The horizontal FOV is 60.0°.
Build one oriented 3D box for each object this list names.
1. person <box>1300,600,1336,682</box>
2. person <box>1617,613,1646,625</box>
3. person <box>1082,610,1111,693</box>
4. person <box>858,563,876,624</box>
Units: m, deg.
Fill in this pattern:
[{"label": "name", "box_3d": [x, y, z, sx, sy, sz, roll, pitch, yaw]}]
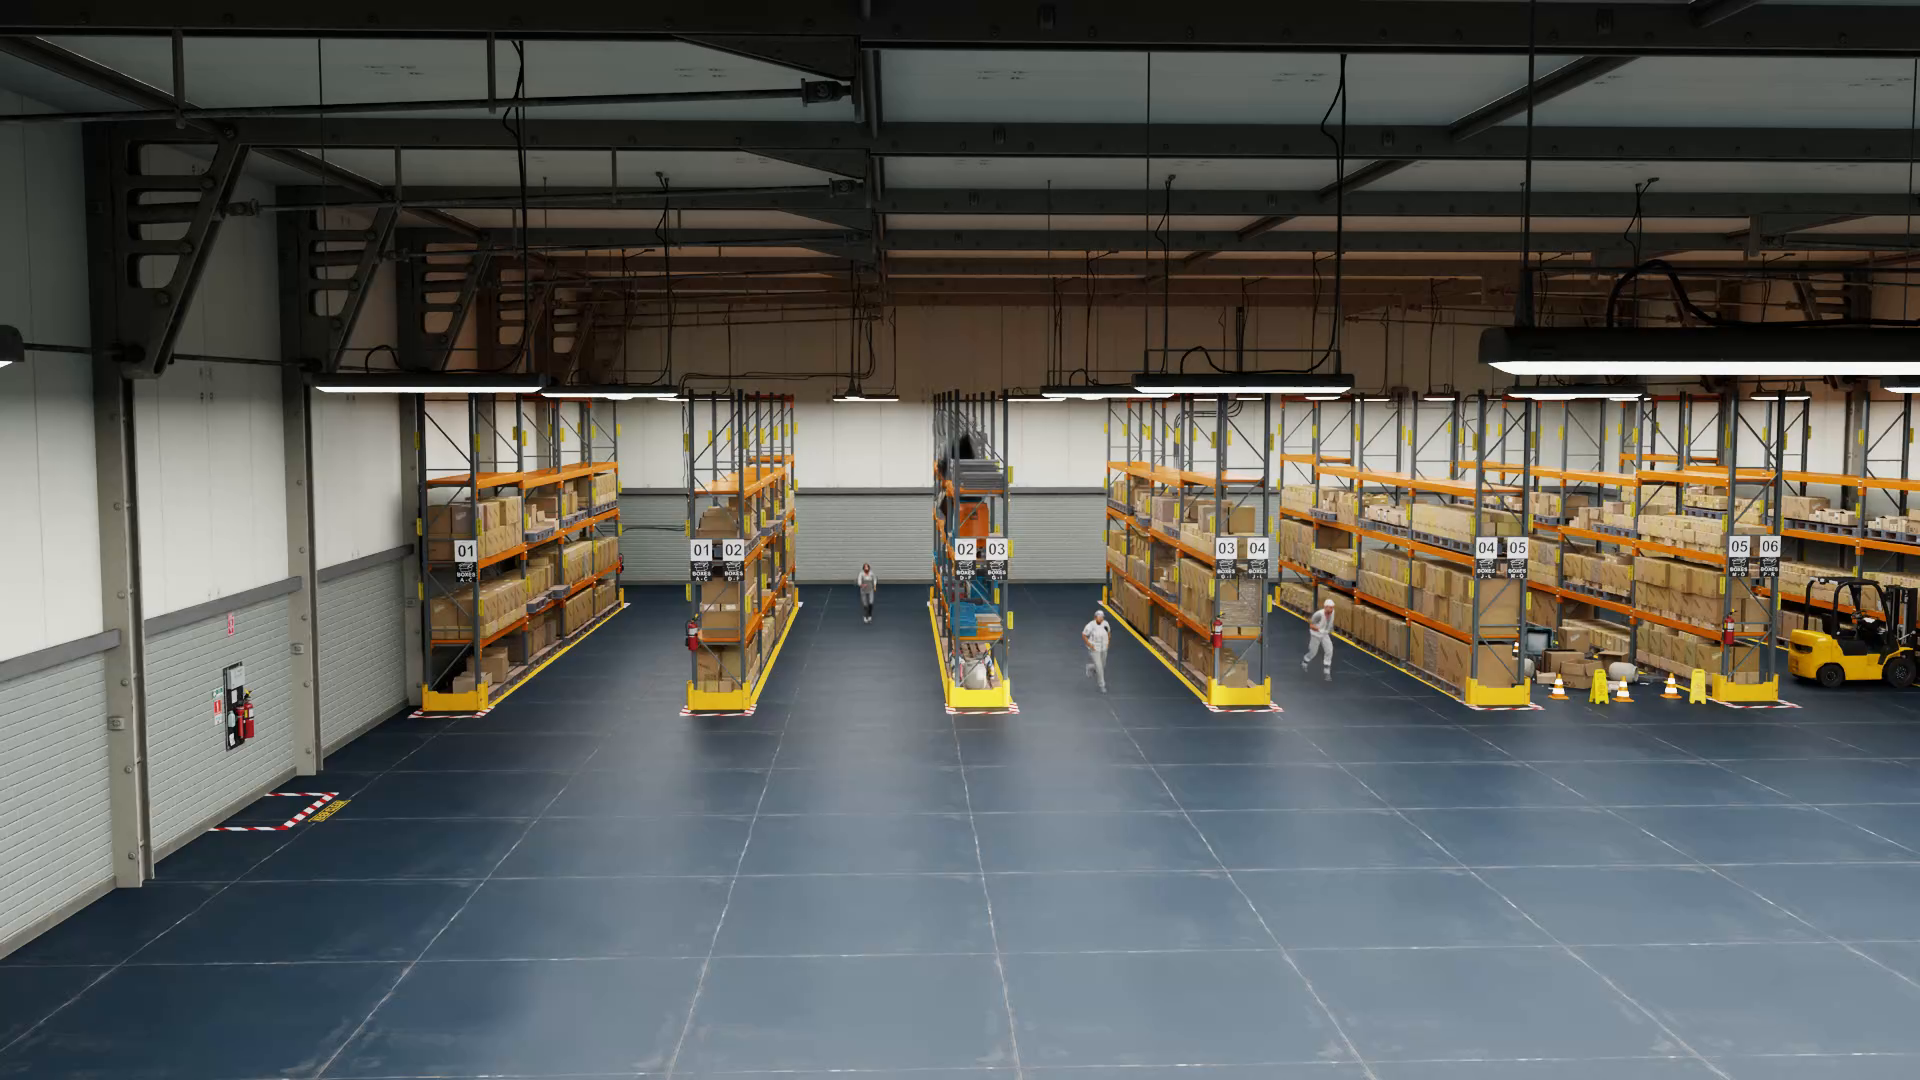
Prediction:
[{"label": "person", "box_3d": [7.488, 2.065, 34.756, 0.704, 1.732, 1.056, -2, 5, -27]}, {"label": "person", "box_3d": [17.340, 1.361, 42.900, 0.557, 1.716, 0.901, -2, 5, -19]}, {"label": "person", "box_3d": [2.729, 2.216, 33.423, 0.611, 1.660, 0.878, -2, 5, -25]}, {"label": "person", "box_3d": [-2.418, 1.401, 43.383, 0.505, 1.558, 0.725, -1, 5, -7]}]
